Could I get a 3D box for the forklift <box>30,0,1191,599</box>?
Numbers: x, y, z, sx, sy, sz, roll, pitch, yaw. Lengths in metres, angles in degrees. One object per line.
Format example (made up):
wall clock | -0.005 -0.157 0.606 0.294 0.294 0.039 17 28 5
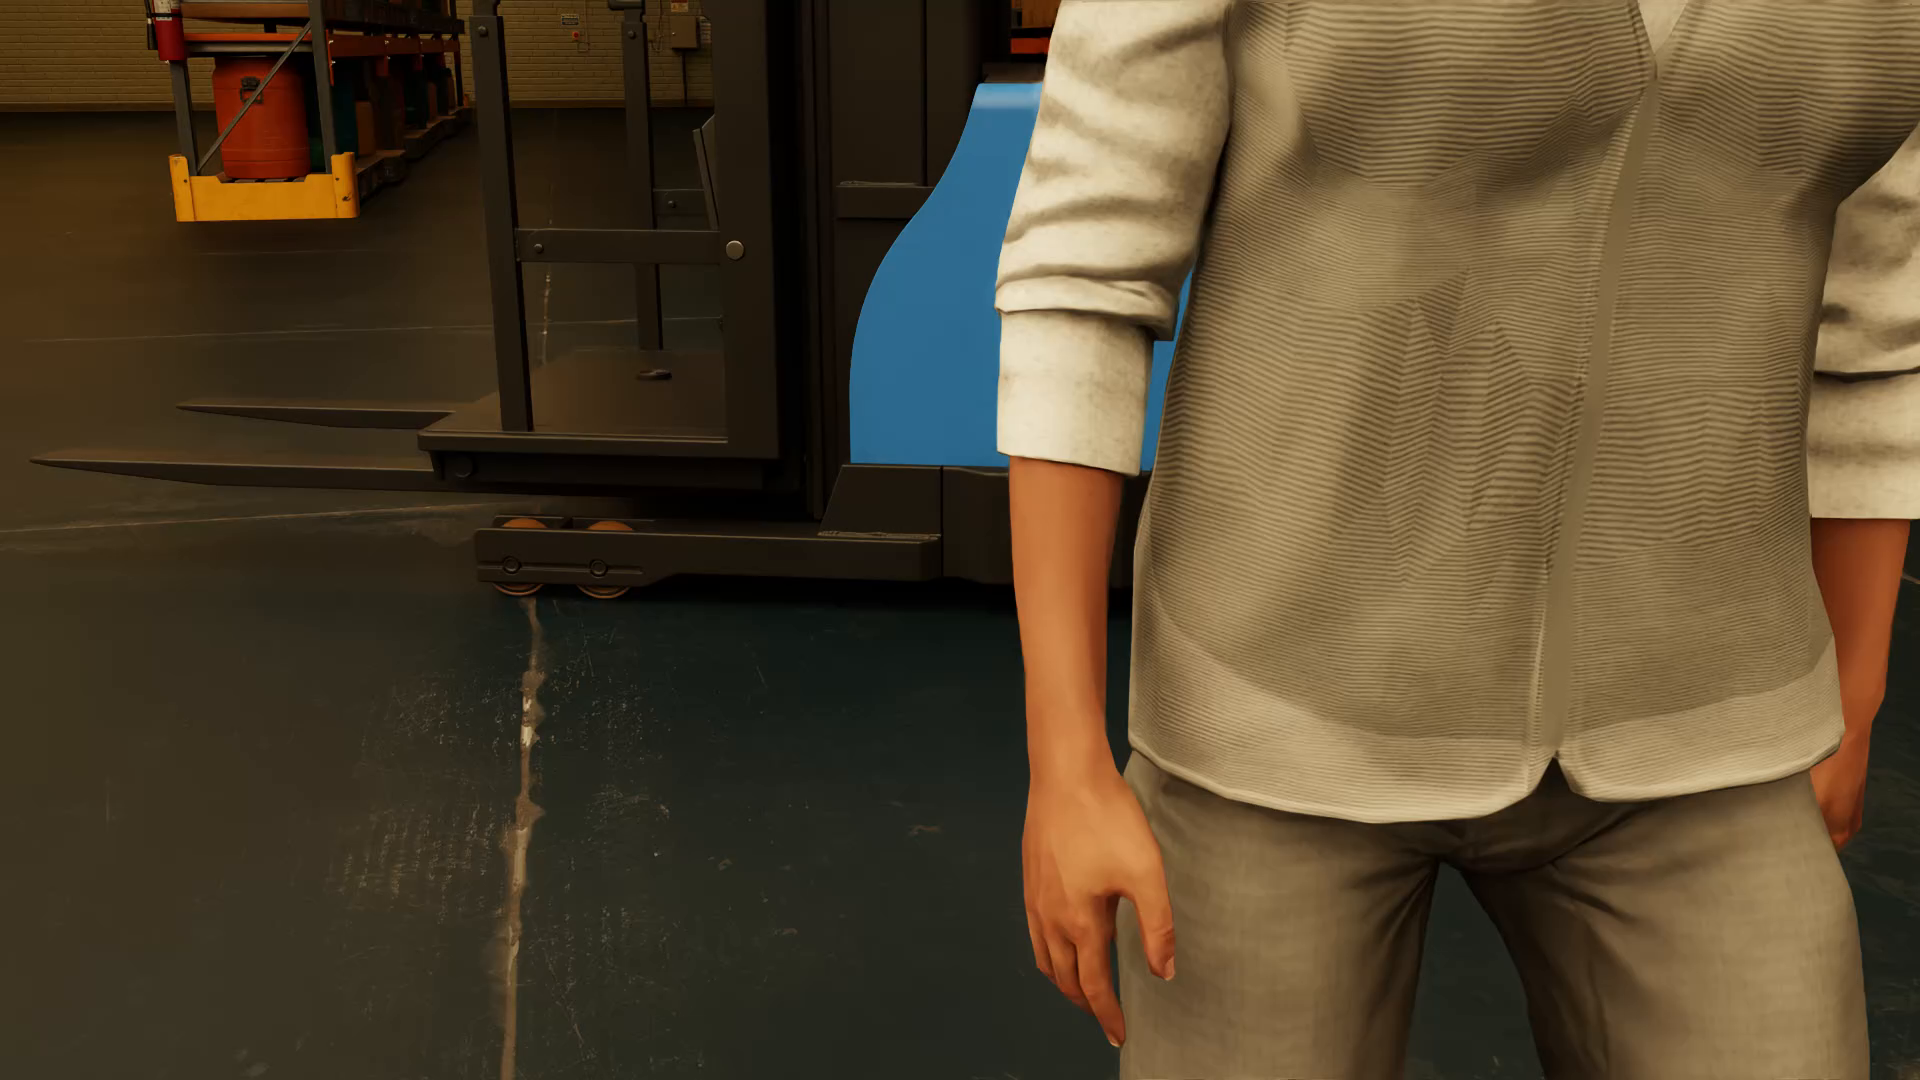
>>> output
forklift | -0.622 -1.425 3.664 3.031 2.935 1.130 2 17 6
